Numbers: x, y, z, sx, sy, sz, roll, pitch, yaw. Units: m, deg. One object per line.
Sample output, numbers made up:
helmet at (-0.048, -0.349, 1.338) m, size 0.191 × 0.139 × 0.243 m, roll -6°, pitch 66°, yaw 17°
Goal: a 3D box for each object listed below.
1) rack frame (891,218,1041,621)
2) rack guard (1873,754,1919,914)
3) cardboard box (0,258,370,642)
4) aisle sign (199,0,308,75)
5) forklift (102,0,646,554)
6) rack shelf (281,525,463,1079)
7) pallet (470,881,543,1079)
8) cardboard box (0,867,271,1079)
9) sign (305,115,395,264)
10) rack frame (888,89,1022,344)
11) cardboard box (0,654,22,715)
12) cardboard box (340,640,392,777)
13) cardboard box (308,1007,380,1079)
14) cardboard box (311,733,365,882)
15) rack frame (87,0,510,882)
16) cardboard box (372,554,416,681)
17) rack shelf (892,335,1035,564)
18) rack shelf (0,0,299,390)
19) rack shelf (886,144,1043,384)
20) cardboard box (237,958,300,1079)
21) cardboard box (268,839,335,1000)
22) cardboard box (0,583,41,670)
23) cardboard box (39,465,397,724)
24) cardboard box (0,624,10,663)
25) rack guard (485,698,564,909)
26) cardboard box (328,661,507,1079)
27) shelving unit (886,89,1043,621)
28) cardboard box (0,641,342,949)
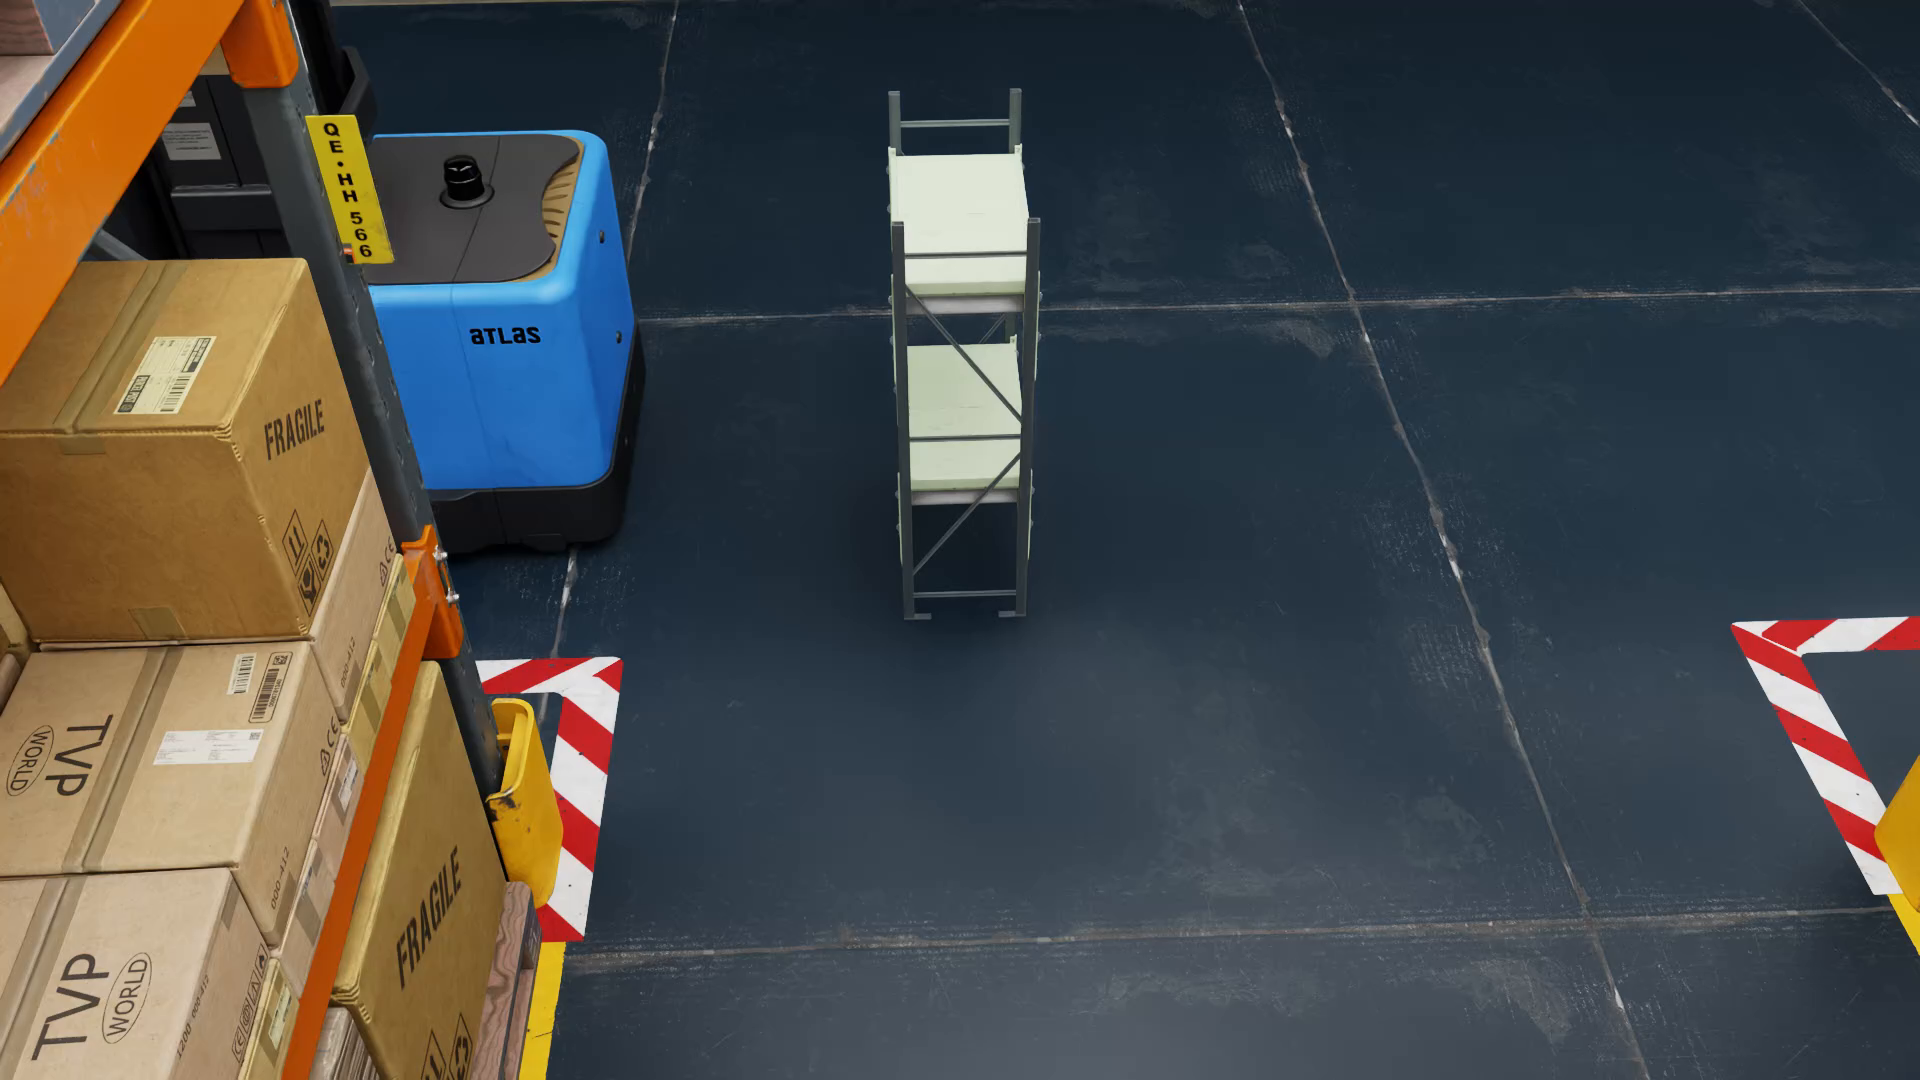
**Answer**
rack frame at (0.016, -0.301, 4.969) m, size 0.400 × 1.500 × 0.023 m, roll -2°, pitch 43°, yaw -2°
rack guard at (3.232, 0.742, 4.571) m, size 1.175 × 0.500 × 0.348 m, roll -2°, pitch 43°, yaw -2°
cardboard box at (-1.448, -0.167, 3.048) m, size 0.500 × 0.500 × 0.500 m, roll -1°, pitch 43°, yaw -1°
aisle sign at (-1.434, -1.173, 2.885) m, size 0.394 × 0.787 × 0.004 m, roll -2°, pitch 43°, yaw -2°
forklift at (-2.690, -1.333, 5.035) m, size 3.031 × 2.935 × 1.130 m, roll -2°, pitch 43°, yaw -2°
rack shelf at (-1.646, 1.458, 2.472) m, size 1.077 × 0.370 × 4.000 m, roll -2°, pitch 43°, yaw -2°
pallet at (-1.619, 1.408, 4.057) m, size 1.003 × 0.211 × 1.213 m, roll -2°, pitch 43°, yaw -2°
cardboard box at (-1.403, 0.794, 2.555) m, size 0.500 × 0.250 × 0.500 m, roll -3°, pitch 43°, yaw -3°
sign at (-1.188, -0.677, 3.237) m, size 0.100 × 0.325 × 0.005 m, roll -2°, pitch 43°, yaw -2°
rack frame at (-0.015, -0.795, 5.508) m, size 0.400 × 1.500 × 0.023 m, roll -2°, pitch 43°, yaw -2°
cardboard box at (-1.952, 0.471, 2.907) m, size 0.500 × 0.250 × 0.500 m, roll -2°, pitch 43°, yaw -2°
cardboard box at (-1.374, 0.342, 3.343) m, size 0.380 × 0.149 × 0.250 m, roll -1°, pitch 43°, yaw -1°
cardboard box at (-1.585, 1.515, 3.138) m, size 0.875 × 0.875 × 0.875 m, roll -2°, pitch 43°, yaw -2°
cardboard box at (-1.365, 0.512, 3.157) m, size 0.380 × 0.149 × 0.250 m, roll -2°, pitch 43°, yaw -2°
rack frame at (-1.731, -0.157, 3.702) m, size 1.000 × 3.000 × 0.127 m, roll -2°, pitch 43°, yaw -2°
cardboard box at (-1.387, 0.166, 3.534) m, size 0.380 × 0.149 × 0.250 m, roll -1°, pitch 43°, yaw -1°
rack shelf at (0.000, -0.308, 5.459) m, size 0.431 × 0.370 × 0.720 m, roll -2°, pitch 43°, yaw -2°
rack shelf at (-1.646, 0.353, 1.458) m, size 1.077 × 0.370 × 4.000 m, roll -2°, pitch 43°, yaw -2°
rack shelf at (0.000, -0.836, 4.975) m, size 0.431 × 0.370 × 0.720 m, roll -2°, pitch 43°, yaw -2°
cardboard box at (-1.342, 0.856, 2.782) m, size 0.380 × 0.149 × 0.250 m, roll -3°, pitch 43°, yaw -3°
cardboard box at (-1.355, 0.681, 2.973) m, size 0.380 × 0.149 × 0.250 m, roll -1°, pitch 43°, yaw -1°
cardboard box at (-1.980, 0.120, 3.290) m, size 0.500 × 0.250 × 0.500 m, roll -3°, pitch 43°, yaw -3°
cardboard box at (-1.445, 0.108, 3.303) m, size 0.500 × 0.250 × 0.500 m, roll -2°, pitch 43°, yaw -2°
cardboard box at (-1.959, 0.181, 2.668) m, size 0.500 × 0.500 × 0.500 m, roll -3°, pitch 43°, yaw -3°
rack guard at (-1.732, 0.748, 4.564) m, size 1.175 × 0.500 × 0.348 m, roll -2°, pitch 43°, yaw -2°
cardboard box at (-1.624, 0.901, 3.809) m, size 0.875 × 0.875 × 0.875 m, roll -2°, pitch 43°, yaw -2°
shelving unit at (0.000, -0.548, 5.238) m, size 0.431 × 1.500 × 0.755 m, roll -2°, pitch 43°, yaw -2°
cardboard box at (-1.424, 0.451, 2.929) m, size 0.500 × 0.250 × 0.500 m, roll -2°, pitch 43°, yaw -3°
